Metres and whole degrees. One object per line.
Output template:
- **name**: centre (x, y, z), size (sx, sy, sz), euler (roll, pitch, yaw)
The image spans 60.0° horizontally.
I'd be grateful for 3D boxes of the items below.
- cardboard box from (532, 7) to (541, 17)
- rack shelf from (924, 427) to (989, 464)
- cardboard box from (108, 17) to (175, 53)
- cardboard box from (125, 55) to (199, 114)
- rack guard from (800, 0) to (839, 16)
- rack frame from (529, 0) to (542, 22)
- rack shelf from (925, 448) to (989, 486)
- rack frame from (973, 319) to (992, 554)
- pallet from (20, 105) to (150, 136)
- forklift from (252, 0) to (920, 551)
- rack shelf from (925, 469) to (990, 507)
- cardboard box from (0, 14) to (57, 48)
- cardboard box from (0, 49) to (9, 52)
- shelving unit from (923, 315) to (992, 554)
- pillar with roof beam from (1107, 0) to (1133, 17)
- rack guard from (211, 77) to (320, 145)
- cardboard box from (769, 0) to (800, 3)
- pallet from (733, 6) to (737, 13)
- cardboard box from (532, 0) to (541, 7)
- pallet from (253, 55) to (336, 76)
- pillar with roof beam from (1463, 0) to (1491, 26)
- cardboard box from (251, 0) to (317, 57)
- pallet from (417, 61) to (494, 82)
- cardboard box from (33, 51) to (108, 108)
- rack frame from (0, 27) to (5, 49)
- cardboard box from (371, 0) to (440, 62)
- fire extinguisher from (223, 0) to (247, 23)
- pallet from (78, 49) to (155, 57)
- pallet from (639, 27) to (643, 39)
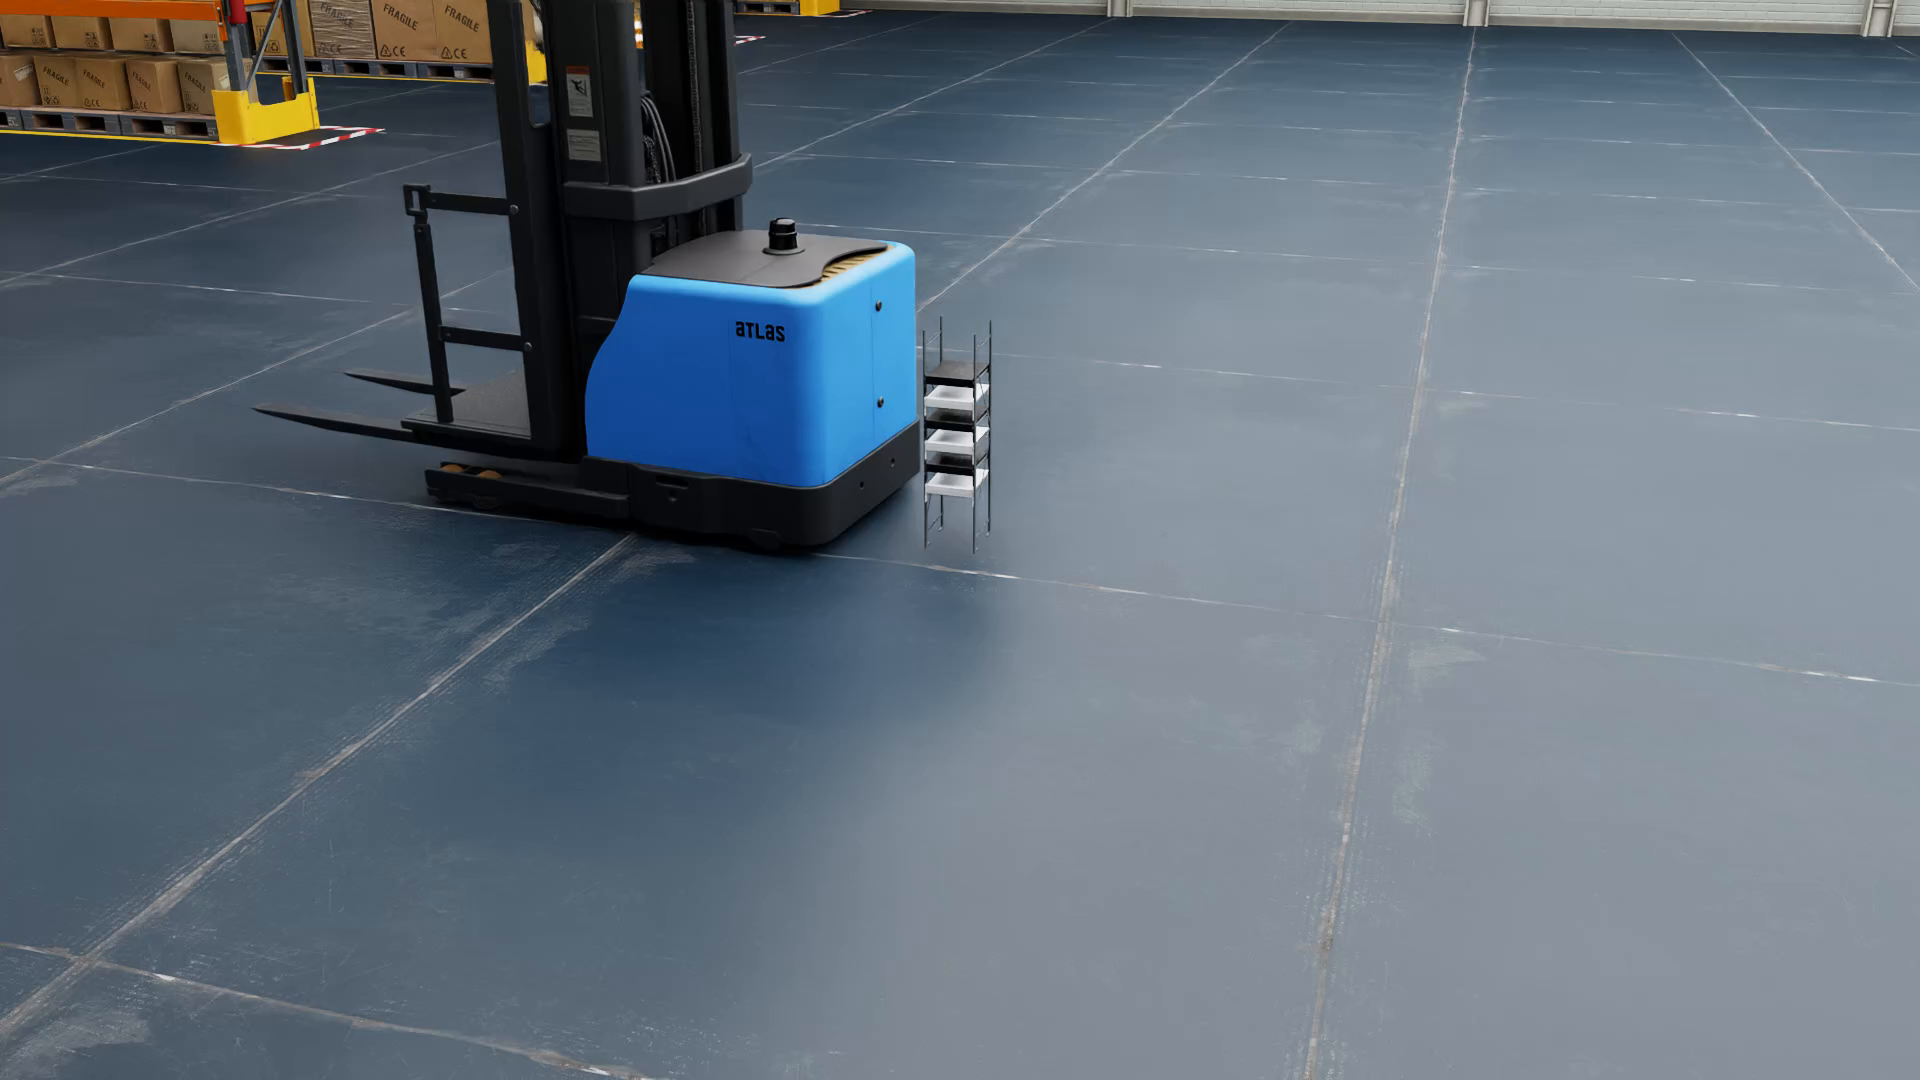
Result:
- **cardboard box**: centre (-6.281, -8.120, 25.682), size (0.500, 0.250, 0.500), euler (6, 23, 15)
- **rack shelf**: centre (-0.008, -0.386, 6.614), size (0.200, 0.077, 0.258), euler (7, 23, 16)
- **cardboard box**: centre (-10.666, -6.958, 22.192), size (0.750, 0.750, 1.050), euler (7, 23, 15)
- **cardboard box**: centre (-7.999, -4.598, 16.768), size (0.500, 0.500, 0.500), euler (13, 26, 29)
- **rack guard**: centre (-2.508, -9.678, 29.706), size (0.348, 0.500, 1.175), euler (7, 23, 16)
- **rack frame**: centre (-5.294, -7.224, 20.429), size (0.127, 3.000, 1.000), euler (7, 23, 16)
- **rack shelf**: centre (-0.008, -0.303, 6.648), size (0.200, 0.077, 0.258), euler (7, 23, 16)
- **rack frame**: centre (0.090, -0.406, 6.574), size (0.006, 0.900, 0.240), euler (7, 23, 16)
- **pallet**: centre (-8.828, -4.387, 17.188), size (1.213, 0.211, 1.003), euler (7, 23, 16)
- **forklift**: centre (-1.742, -1.657, 6.948), size (3.031, 2.935, 1.130), euler (9, 24, 21)
- **rack shelf**: centre (-0.008, -0.220, 6.682), size (0.200, 0.077, 0.258), euler (7, 23, 16)
- **cardboard box**: centre (-12.396, -7.155, 22.671), size (0.750, 0.750, 1.050), euler (6, 23, 15)
- **cardboard box**: centre (-10.282, -4.851, 17.384), size (0.500, 0.500, 0.500), euler (6, 23, 14)
- **shelving unit**: centre (-0.008, -0.417, 6.601), size (0.210, 0.900, 0.258), euler (7, 23, 16)
- **pillar with roof beam**: centre (1.564, -11.795, 23.667), size (0.400, 9.000, 9.100), euler (7, 23, 16)
- **rack guard**: centre (-6.896, -4.285, 16.557), size (0.348, 0.500, 1.175), euler (7, 23, 16)
- **cardboard box**: centre (-3.072, -9.696, 29.526), size (0.500, 0.250, 0.500), euler (7, 23, 16)
- **pallet**: centre (-4.439, -9.750, 30.262), size (1.213, 0.211, 1.003), euler (7, 23, 15)
- **cardboard box**: centre (-6.292, -8.466, 25.539), size (0.500, 0.500, 0.500), euler (8, 24, 18)
- **pallet**: centre (-8.418, -6.261, 21.754), size (1.213, 0.211, 1.003), euler (7, 23, 15)
- **pillar with roof beam**: centre (7.308, -11.137, 22.063), size (0.400, 9.000, 9.100), euler (7, 23, 16)
- **cardboard box**: centre (-8.542, -6.779, 21.591), size (0.875, 0.875, 0.875), euler (7, 23, 16)
- **pallet**: centre (-6.082, -5.993, 21.102), size (1.213, 0.211, 1.003), euler (7, 23, 15)
- **cardboard box**: centre (-9.114, -4.751, 17.141), size (0.500, 0.500, 0.500), euler (4, 23, 11)
- **rack frame**: centre (-12.953, -8.101, 22.567), size (0.127, 3.000, 1.000), euler (7, 23, 16)
- **cardboard box**: centre (-6.806, -6.581, 21.108), size (0.875, 0.875, 0.875), euler (6, 23, 15)
- **fire extinguisher**: centre (-6.847, -5.217, 15.638), size (0.183, 0.674, 0.296), euler (7, 23, 16)
- **pallet**: centre (-11.056, -6.563, 22.491), size (1.213, 0.211, 1.003), euler (7, 23, 16)
- **pallet**: centre (-4.801, -7.854, 25.638), size (1.213, 0.211, 1.003), euler (7, 23, 16)
